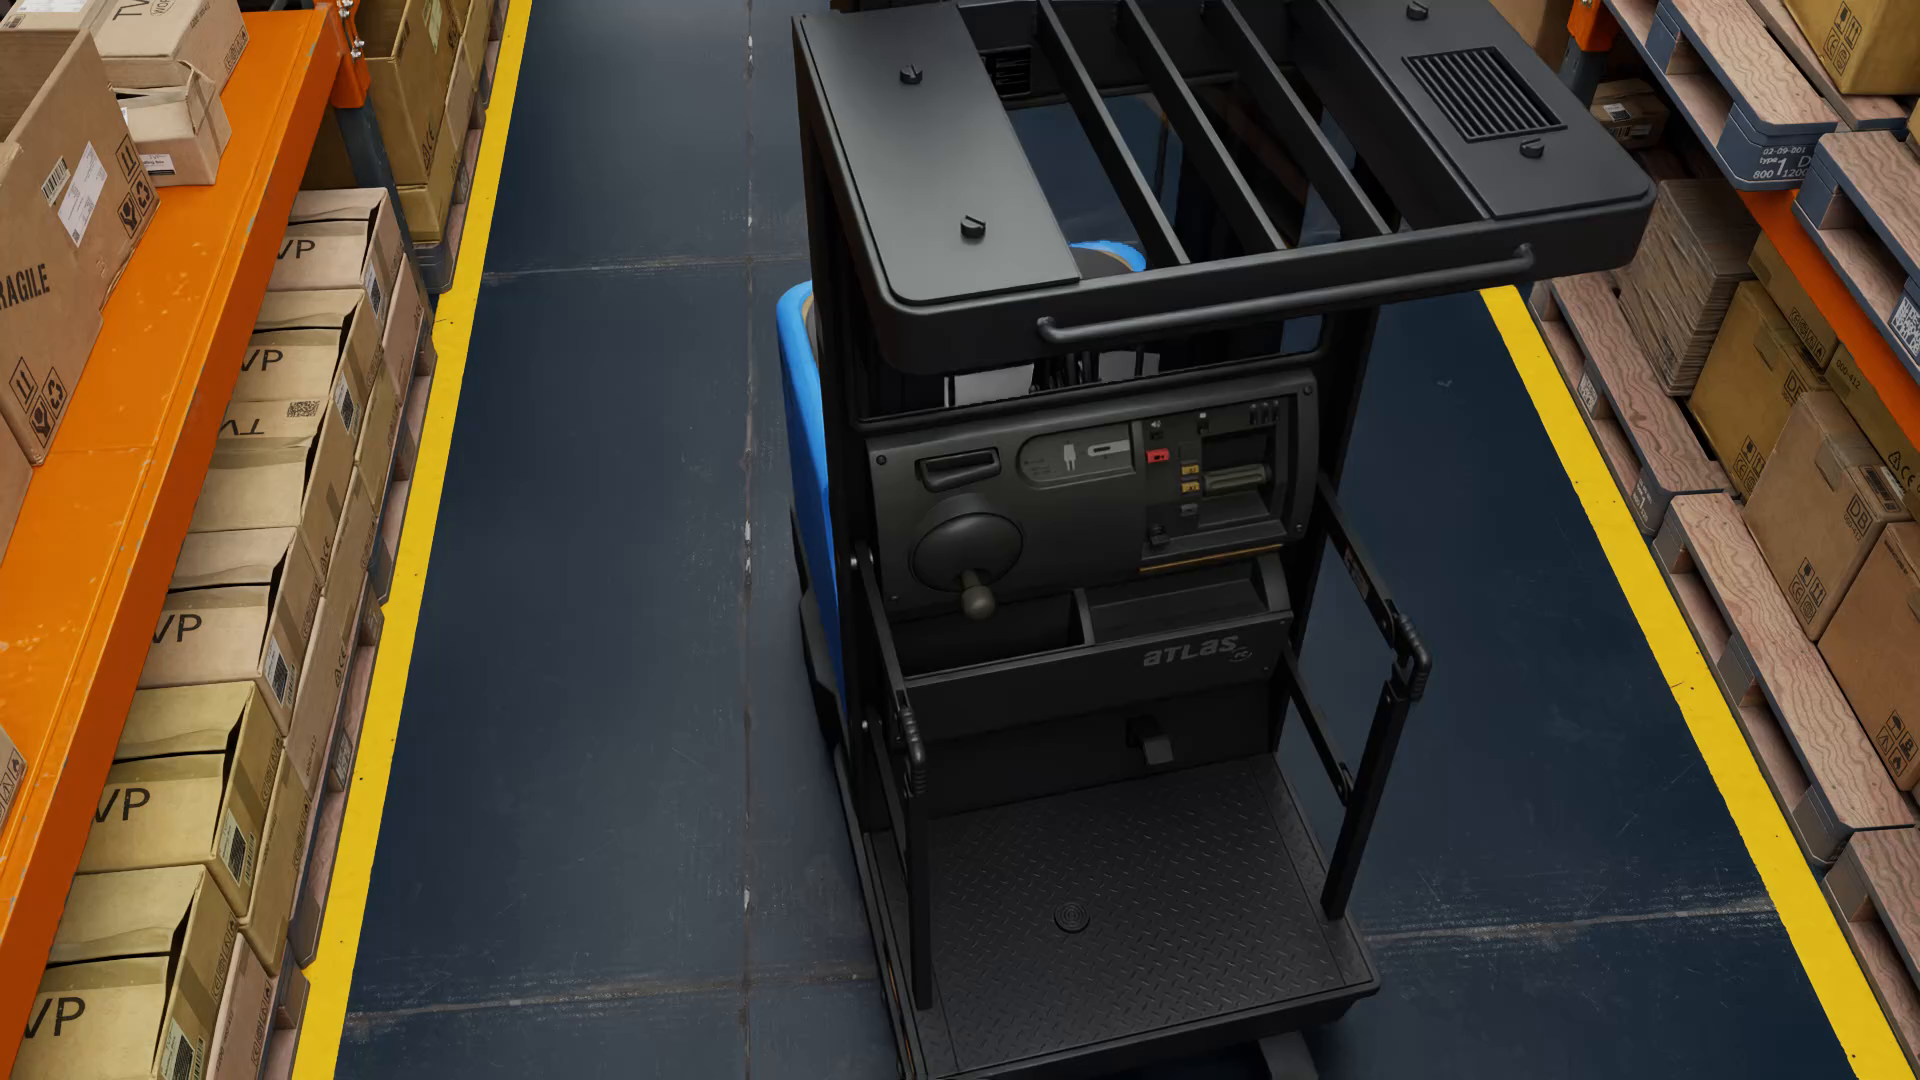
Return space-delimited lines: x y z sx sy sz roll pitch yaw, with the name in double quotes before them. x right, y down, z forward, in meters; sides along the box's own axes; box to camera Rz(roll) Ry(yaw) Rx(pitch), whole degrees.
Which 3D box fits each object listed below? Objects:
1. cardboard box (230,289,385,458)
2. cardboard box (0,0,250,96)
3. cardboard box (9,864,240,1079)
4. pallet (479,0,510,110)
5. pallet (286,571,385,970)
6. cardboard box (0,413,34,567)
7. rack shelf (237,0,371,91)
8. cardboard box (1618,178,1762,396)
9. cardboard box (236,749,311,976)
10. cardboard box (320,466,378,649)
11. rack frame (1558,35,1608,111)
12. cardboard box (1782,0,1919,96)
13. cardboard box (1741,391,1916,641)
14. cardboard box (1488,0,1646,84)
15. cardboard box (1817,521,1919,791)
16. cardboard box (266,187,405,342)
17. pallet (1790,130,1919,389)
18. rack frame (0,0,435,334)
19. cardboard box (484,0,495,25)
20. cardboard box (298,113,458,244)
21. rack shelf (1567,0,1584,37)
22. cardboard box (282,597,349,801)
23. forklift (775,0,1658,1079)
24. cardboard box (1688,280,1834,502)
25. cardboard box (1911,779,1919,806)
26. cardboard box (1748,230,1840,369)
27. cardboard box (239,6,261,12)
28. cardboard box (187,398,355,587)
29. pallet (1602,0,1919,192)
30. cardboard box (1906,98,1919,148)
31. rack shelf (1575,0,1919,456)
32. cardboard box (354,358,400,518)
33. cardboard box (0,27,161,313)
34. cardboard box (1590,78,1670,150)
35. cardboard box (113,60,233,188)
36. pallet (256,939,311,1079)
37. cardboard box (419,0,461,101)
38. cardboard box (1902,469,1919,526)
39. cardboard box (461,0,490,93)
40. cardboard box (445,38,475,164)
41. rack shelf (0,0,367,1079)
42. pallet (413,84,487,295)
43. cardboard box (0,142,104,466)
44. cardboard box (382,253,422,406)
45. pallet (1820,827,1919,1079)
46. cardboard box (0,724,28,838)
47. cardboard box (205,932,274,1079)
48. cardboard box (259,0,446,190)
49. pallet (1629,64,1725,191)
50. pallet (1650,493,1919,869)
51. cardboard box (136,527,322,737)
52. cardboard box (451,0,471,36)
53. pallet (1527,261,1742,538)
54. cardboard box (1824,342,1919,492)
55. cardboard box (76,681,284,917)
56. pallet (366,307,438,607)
"cardboard box" -2.022 -0.502 4.877 0.500 0.311 0.500 -2 47 -2
"cardboard box" -2.307 -1.356 4.572 0.500 0.250 0.500 -1 47 -1
"cardboard box" -1.861 0.964 3.489 0.500 0.311 0.500 -5 47 -4
"pallet" -2.522 -2.265 7.250 1.003 0.211 1.213 -3 47 -3
"pallet" -2.186 0.613 4.524 1.003 0.211 1.213 -3 47 -3
"cardboard box" -2.214 -0.115 3.224 0.500 0.500 0.500 -6 47 -5
"rack shelf" -2.559 -2.961 6.484 1.077 0.370 4.000 -3 47 -3
"cardboard box" 2.622 -0.826 5.385 0.700 0.500 0.500 -2 47 -2
"cardboard box" -1.901 0.797 4.033 0.500 0.250 0.500 -5 47 -4
"cardboard box" -1.984 0.058 4.734 0.500 0.250 0.500 -3 47 -2
"rack frame" 2.544 -2.065 5.140 1.000 3.000 0.127 -3 47 -3
"cardboard box" 2.592 -1.476 4.210 0.700 0.500 0.500 1 47 1
"cardboard box" 2.718 -0.083 4.681 0.700 0.500 0.500 -3 47 -3
"cardboard box" 2.417 -2.106 6.597 0.500 0.500 0.500 -7 47 -6
"cardboard box" 2.770 0.282 4.336 0.700 0.500 0.500 -4 47 -4
"cardboard box" -2.072 -0.878 5.234 0.500 0.311 0.500 -3 47 -3
"pallet" 2.672 -0.535 3.823 1.003 0.211 1.213 -3 47 -3
"rack frame" -2.392 -1.762 4.852 1.000 3.000 0.127 -3 47 -3
"cardboard box" -2.250 -2.400 7.062 0.500 0.250 0.500 -3 47 -3
"cardboard box" -2.129 -1.314 6.033 0.500 0.250 0.500 -3 47 -3
"rack shelf" 2.377 -3.265 6.772 1.077 0.370 4.000 -3 47 -3
"cardboard box" -1.943 0.426 4.385 0.500 0.250 0.500 -3 47 -2
"forklift" 0.333 0.010 3.222 1.130 2.935 3.031 -10 47 -9
"cardboard box" 2.716 -0.455 5.033 0.700 0.500 0.500 -4 47 -4
"cardboard box" 2.839 0.639 3.997 0.700 0.500 0.500 -4 47 -3
"cardboard box" 2.663 -0.765 4.811 0.500 0.250 0.500 -4 47 -4
"cardboard box" -2.679 -1.903 6.074 0.500 0.500 0.500 -3 47 -3
"cardboard box" -1.983 -0.140 4.535 0.500 0.311 0.500 -4 47 -3
"pallet" 2.463 -1.438 4.678 1.003 0.211 1.213 -3 47 -3
"cardboard box" 2.679 -1.001 3.761 0.700 0.500 0.500 2 47 2
"rack shelf" 2.712 -0.371 4.031 1.077 0.370 4.000 -3 47 -3
"cardboard box" -2.028 -0.312 5.084 0.500 0.250 0.500 -4 47 -4
"cardboard box" -2.300 -0.858 3.928 0.500 0.500 0.500 0 47 0
"cardboard box" 2.469 -1.628 6.374 0.380 0.166 0.250 -9 47 -8
"cardboard box" -2.135 -1.090 4.309 0.396 0.266 0.258 -5 47 -4
"pallet" -2.087 1.493 3.690 1.003 0.211 1.213 -3 47 -3
"cardboard box" -2.168 -1.934 6.104 0.500 0.500 0.500 -3 47 -3
"cardboard box" 2.733 -0.027 4.111 0.500 0.250 0.500 -4 47 -3
"cardboard box" -2.202 -2.039 6.719 0.500 0.250 0.500 -3 47 -3
"cardboard box" -2.165 -1.676 6.376 0.500 0.250 0.500 -3 47 -3
"rack shelf" -2.224 -0.067 3.743 1.077 0.370 4.000 -3 47 -3
"pallet" -2.417 -1.381 6.412 1.003 0.211 1.213 -3 47 -3
"cardboard box" -2.258 -0.496 3.585 0.500 0.500 0.500 -3 47 -3
"cardboard box" -2.068 -0.678 5.431 0.500 0.250 0.500 -4 47 -4
"pallet" 2.815 1.222 3.947 1.003 0.211 1.213 -3 47 -3
"cardboard box" -1.939 0.504 2.768 0.500 0.311 0.500 -4 47 -4
"cardboard box" -1.851 1.173 3.678 0.500 0.250 0.500 -5 47 -4
"cardboard box" -2.119 -1.573 5.762 0.500 0.500 0.500 -3 47 -3
"pallet" 2.453 -1.590 6.611 1.003 0.211 1.213 -3 47 -3
"pallet" 2.716 0.341 4.781 1.003 0.211 1.213 -3 47 -3
"cardboard box" -1.945 0.223 4.191 0.500 0.311 0.500 -4 47 -4
"cardboard box" -2.203 -2.296 6.447 0.500 0.500 0.500 -3 47 -3
"pallet" 2.611 -0.543 5.619 1.003 0.211 1.213 -3 47 -3
"cardboard box" 2.710 -0.389 4.454 0.500 0.250 0.500 -5 47 -4
"cardboard box" -1.901 0.595 3.839 0.500 0.311 0.500 -5 47 -4
"pallet" -2.291 -0.272 5.362 1.003 0.211 1.213 -3 47 -3
